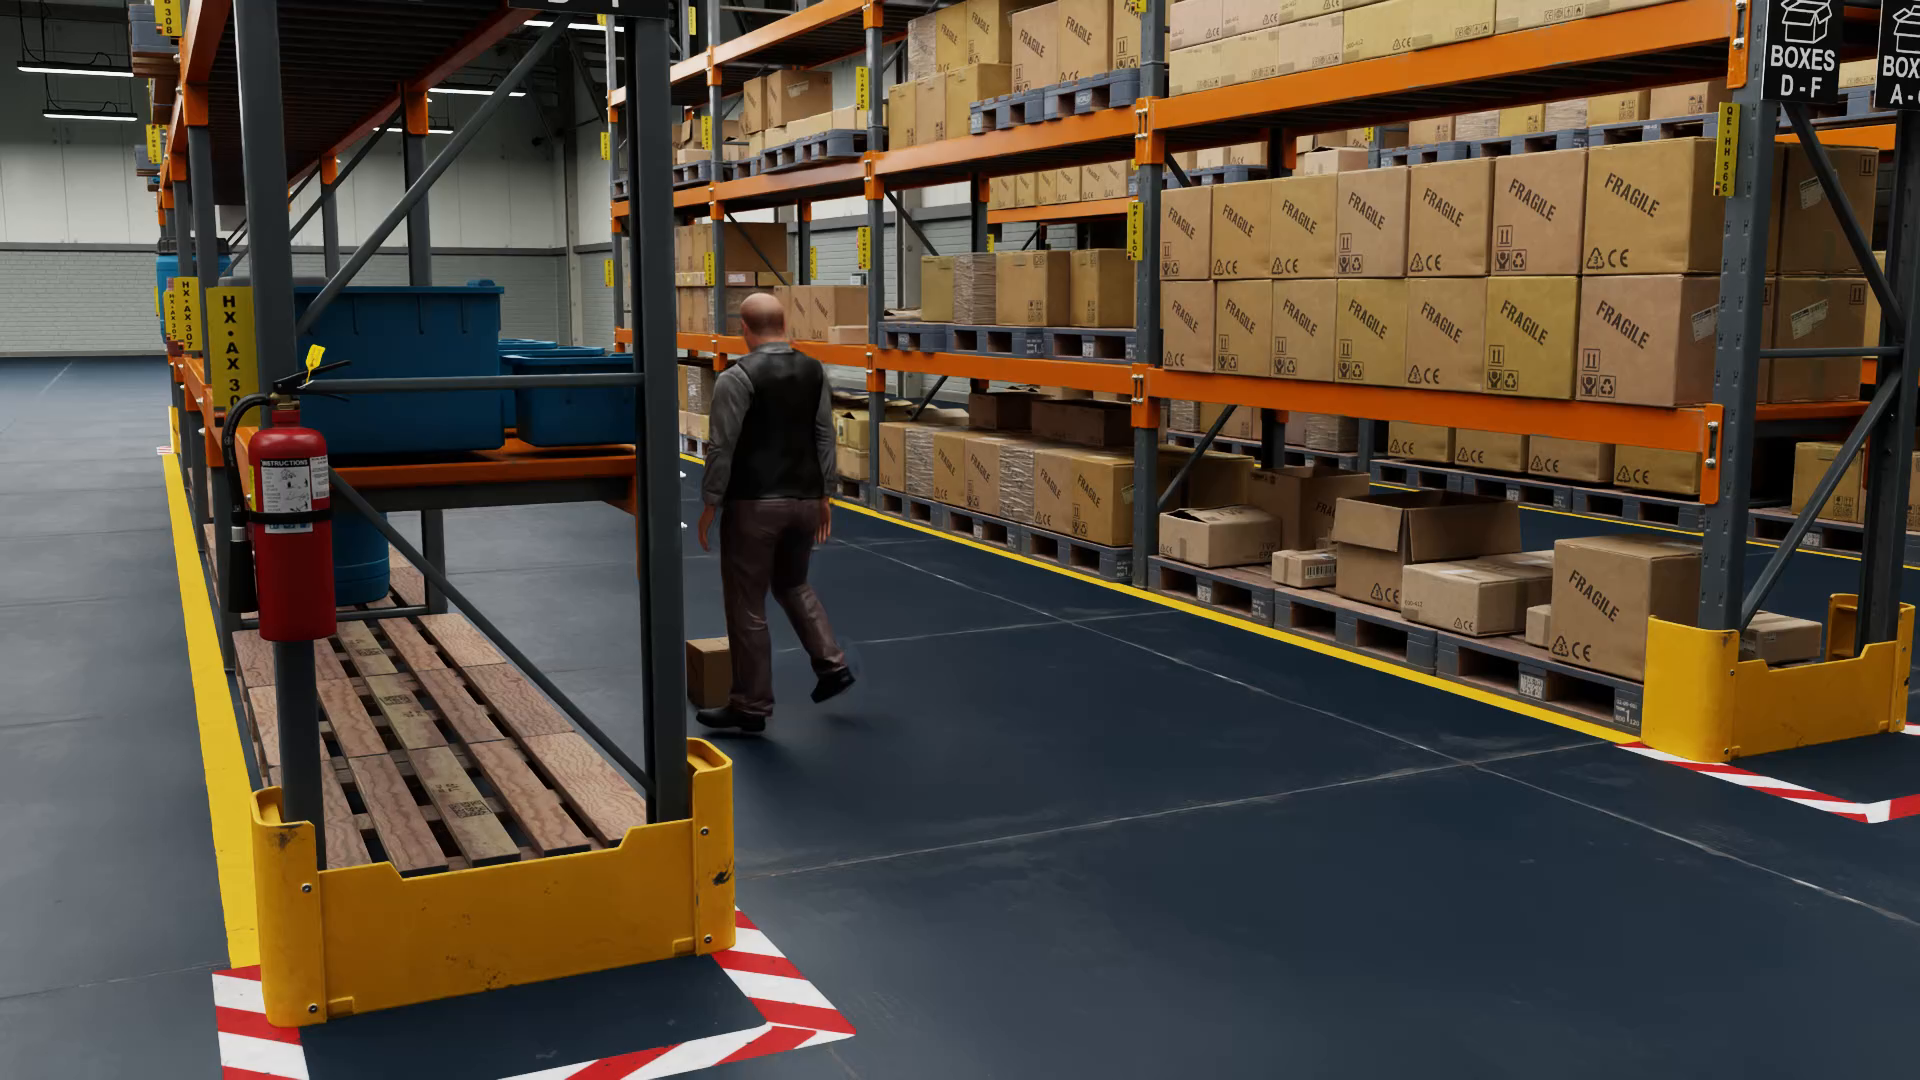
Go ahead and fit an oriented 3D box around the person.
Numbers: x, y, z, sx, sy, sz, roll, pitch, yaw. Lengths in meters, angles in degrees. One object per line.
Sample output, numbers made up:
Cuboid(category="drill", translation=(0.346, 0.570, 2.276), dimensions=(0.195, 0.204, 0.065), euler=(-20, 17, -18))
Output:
Cuboid(category="person", translation=(-0.729, -0.115, 6.580), dimensions=(0.444, 1.709, 0.600), euler=(7, 11, 41))
